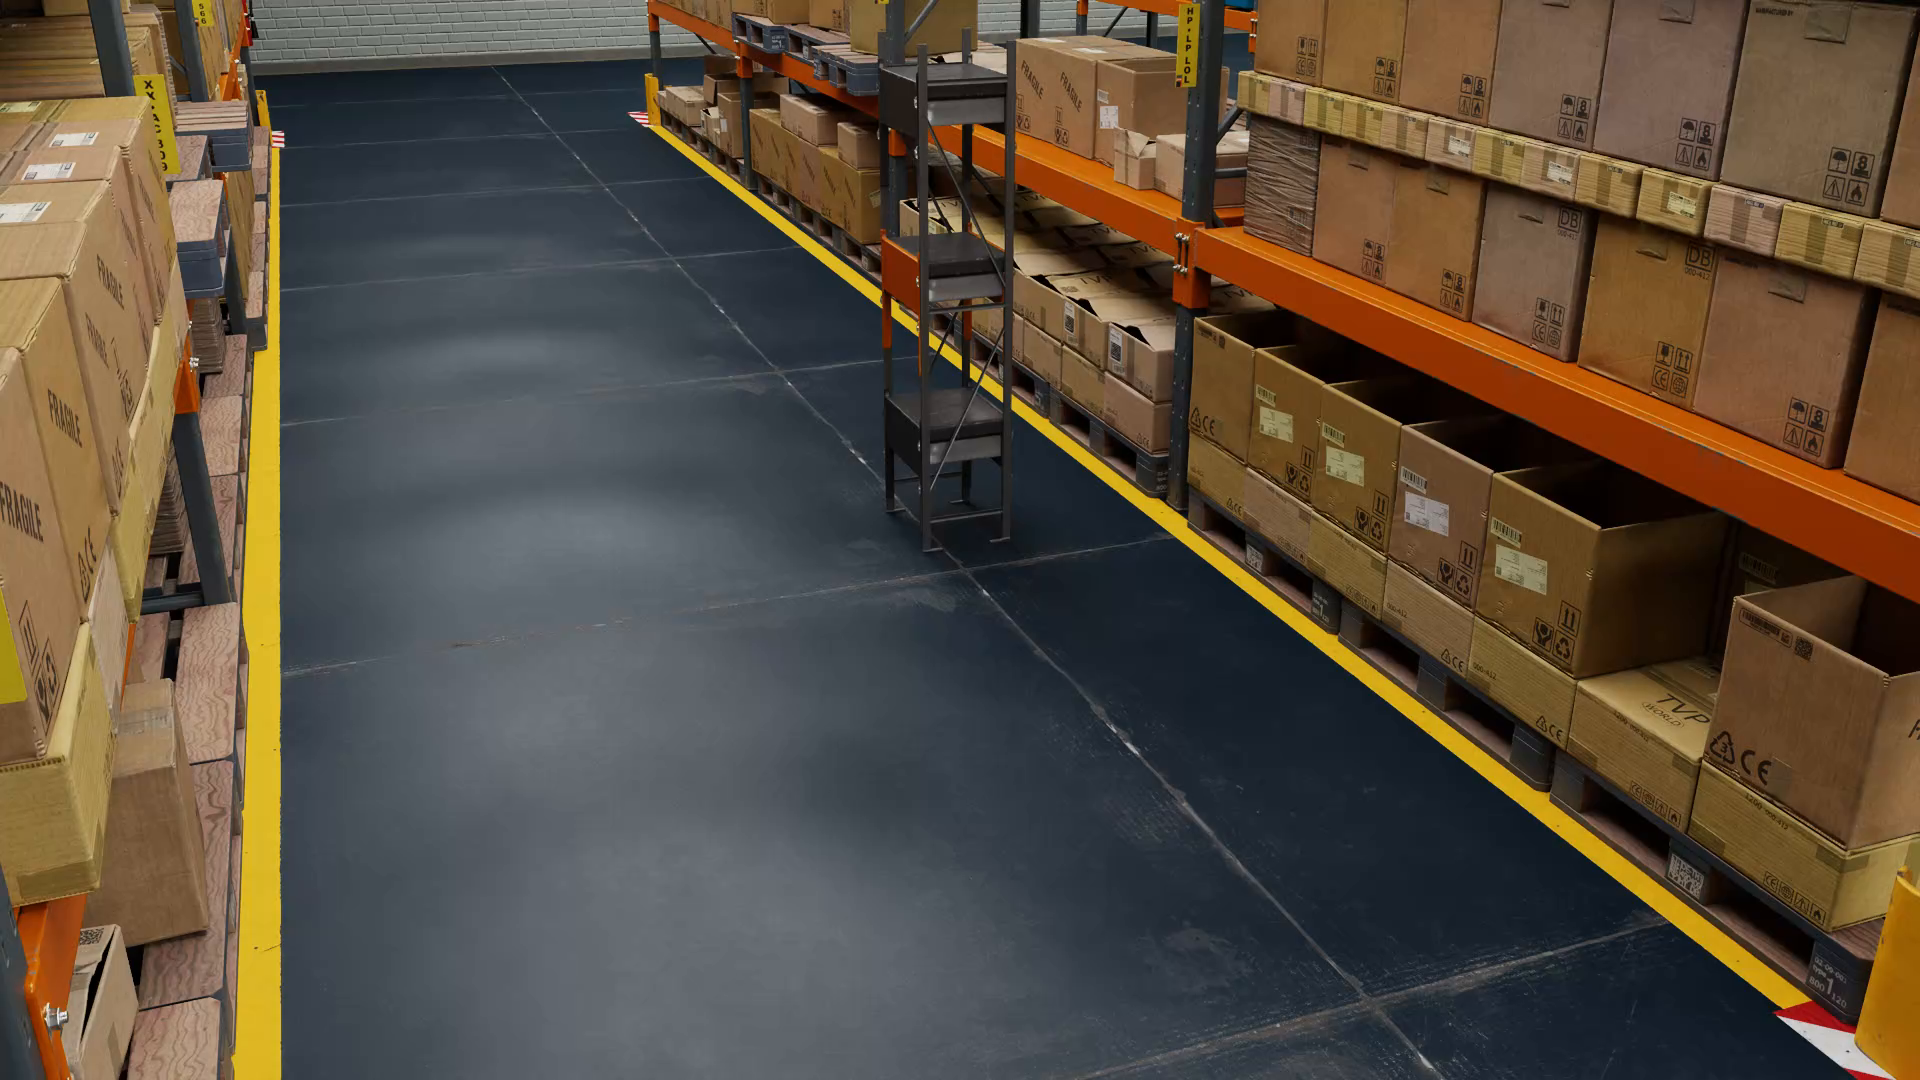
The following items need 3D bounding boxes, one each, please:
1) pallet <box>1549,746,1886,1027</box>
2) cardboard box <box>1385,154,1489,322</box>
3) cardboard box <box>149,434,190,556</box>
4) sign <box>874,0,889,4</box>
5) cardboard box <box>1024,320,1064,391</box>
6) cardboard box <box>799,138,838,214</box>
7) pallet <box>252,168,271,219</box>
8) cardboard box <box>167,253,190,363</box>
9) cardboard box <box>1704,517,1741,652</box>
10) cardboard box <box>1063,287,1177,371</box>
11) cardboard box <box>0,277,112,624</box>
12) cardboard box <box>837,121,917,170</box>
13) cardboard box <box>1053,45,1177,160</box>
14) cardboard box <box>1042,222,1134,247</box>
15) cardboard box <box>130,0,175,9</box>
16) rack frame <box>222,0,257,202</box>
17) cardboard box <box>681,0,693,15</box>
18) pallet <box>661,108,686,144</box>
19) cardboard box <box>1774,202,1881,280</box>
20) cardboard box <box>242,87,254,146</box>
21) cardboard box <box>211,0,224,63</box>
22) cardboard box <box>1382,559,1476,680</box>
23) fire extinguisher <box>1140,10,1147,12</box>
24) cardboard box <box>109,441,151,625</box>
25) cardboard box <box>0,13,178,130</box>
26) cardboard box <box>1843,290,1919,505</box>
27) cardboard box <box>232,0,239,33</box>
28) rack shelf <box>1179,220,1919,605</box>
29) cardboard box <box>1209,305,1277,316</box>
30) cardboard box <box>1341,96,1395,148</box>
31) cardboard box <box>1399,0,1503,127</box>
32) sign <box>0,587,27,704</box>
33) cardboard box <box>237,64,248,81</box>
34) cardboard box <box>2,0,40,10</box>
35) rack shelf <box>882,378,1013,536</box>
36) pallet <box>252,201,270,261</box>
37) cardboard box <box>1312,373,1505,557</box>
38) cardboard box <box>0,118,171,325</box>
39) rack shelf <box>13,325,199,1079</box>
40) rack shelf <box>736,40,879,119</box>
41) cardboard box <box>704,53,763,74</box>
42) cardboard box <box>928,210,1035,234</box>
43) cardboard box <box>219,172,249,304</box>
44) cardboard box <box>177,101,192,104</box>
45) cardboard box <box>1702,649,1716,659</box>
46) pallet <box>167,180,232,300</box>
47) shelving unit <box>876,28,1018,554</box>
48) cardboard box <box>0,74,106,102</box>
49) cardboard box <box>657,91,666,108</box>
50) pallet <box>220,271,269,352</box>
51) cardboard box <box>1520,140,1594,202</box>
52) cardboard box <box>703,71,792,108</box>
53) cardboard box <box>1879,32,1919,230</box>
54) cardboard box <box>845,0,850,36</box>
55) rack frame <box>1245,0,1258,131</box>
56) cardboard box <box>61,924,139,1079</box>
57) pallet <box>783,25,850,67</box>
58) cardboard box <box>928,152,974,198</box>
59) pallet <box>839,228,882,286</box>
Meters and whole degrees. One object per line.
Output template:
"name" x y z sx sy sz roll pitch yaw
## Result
"pallet" 2.539 0.872 4.909 1.003 0.211 1.213 -8 24 -19
"cardboard box" 1.964 -1.106 5.884 0.700 0.500 0.500 -8 24 -18
"cardboard box" -3.473 -0.229 6.583 0.700 0.500 0.500 -7 24 -17
"sign" -0.482 -3.467 10.224 0.100 0.325 0.005 -8 24 -19
"cardboard box" 0.660 -1.001 8.763 0.500 0.250 0.500 -8 24 -18
"cardboard box" -0.901 -2.784 12.645 0.500 0.500 0.500 -9 25 -21
"pallet" -6.219 -2.822 13.673 1.003 0.211 1.213 -8 24 -19
"cardboard box" -2.746 -0.723 5.270 0.500 0.250 0.500 -8 24 -19
"cardboard box" 2.500 0.001 5.420 0.500 0.500 0.500 -8 24 -19
"cardboard box" 0.835 -1.075 8.216 0.500 0.311 0.500 -8 24 -18
"cardboard box" -1.837 -0.141 2.924 0.500 0.500 0.500 -8 24 -19
"cardboard box" -0.551 -2.771 11.650 0.500 0.250 0.500 -7 24 -17
"cardboard box" 0.817 -2.295 8.704 0.500 0.500 0.500 -8 24 -19
"cardboard box" 0.803 -1.704 9.708 0.500 0.311 0.500 -9 24 -19
"cardboard box" -4.540 -3.115 9.276 0.500 0.250 0.500 -8 24 -18
"rack frame" -6.023 -3.820 12.451 1.000 3.000 0.127 -8 24 -19
"cardboard box" -2.357 -5.252 15.719 0.500 0.500 0.500 -8 24 -18
"pallet" -2.494 -4.352 17.304 1.003 0.211 1.213 -8 24 -19
"cardboard box" 2.351 -0.786 4.289 0.380 0.149 0.250 -9 24 -20
"cardboard box" -6.919 -3.892 15.301 0.700 0.500 0.500 -8 24 -19
"cardboard box" -5.084 -3.331 10.752 0.500 0.500 0.500 -8 24 -17
"cardboard box" 1.842 0.235 5.829 0.500 0.250 0.500 -8 24 -19
"fire extinguisher" 2.204 -6.542 19.489 0.296 0.674 0.183 -8 24 -19
"cardboard box" -2.031 0.007 3.539 0.500 0.250 0.500 -9 24 -20
"cardboard box" -4.212 -2.246 8.023 0.700 0.500 0.500 -11 25 -24
"cardboard box" 2.696 -0.358 4.109 0.700 0.500 0.500 -8 24 -19
"cardboard box" -6.719 -4.686 14.121 0.980 0.700 0.700 -10 25 -22
"rack shelf" 2.142 -0.536 5.585 1.077 0.370 4.000 -8 24 -19
"cardboard box" 1.523 -0.963 7.951 0.500 0.311 0.500 -8 24 -19
"cardboard box" 1.625 -1.535 6.066 0.380 0.149 0.250 -9 24 -19
"cardboard box" 1.954 -1.712 5.651 0.700 0.500 0.500 -8 24 -19
"sign" -1.277 0.067 2.114 0.100 0.325 0.005 -8 24 -19
"cardboard box" -6.880 -4.351 15.555 0.380 0.149 0.250 -9 24 -20
"cardboard box" -5.013 -3.034 9.082 0.500 0.250 0.500 -8 24 -18
"rack shelf" -0.058 -0.370 7.262 0.431 0.518 0.480 -8 24 -19
"pallet" -5.680 -2.265 12.352 1.003 0.211 1.213 -8 24 -19
"cardboard box" 1.660 -0.291 6.113 0.500 0.500 0.500 -8 24 -19
"cardboard box" -2.559 -0.889 4.698 0.500 0.500 0.500 -8 24 -19
"rack shelf" -2.491 0.145 3.970 1.077 0.370 4.000 -8 24 -19
"rack shelf" -0.684 -3.443 12.482 1.077 0.370 4.000 -8 24 -19
"cardboard box" -2.381 -4.841 17.526 0.500 0.500 0.500 -8 24 -19
"cardboard box" 0.126 -1.812 9.965 0.500 0.311 0.500 -9 24 -20
"cardboard box" -4.747 -1.854 10.015 0.750 0.750 0.750 -9 24 -20
"cardboard box" -4.510 -2.411 9.406 0.380 0.149 0.250 -9 24 -20
"cardboard box" 2.511 0.345 5.570 0.500 0.250 0.500 -8 24 -19
"pallet" -3.331 -1.122 6.298 1.003 0.211 1.213 -8 24 -19
"shelving unit" -0.058 -1.028 6.985 0.431 2.100 0.503 -8 24 -19
"cardboard box" -3.345 -1.351 5.899 0.700 0.500 0.500 -8 24 -19
"cardboard box" -2.977 -4.644 17.510 0.380 0.149 0.250 -8 24 -19
"pallet" -4.818 -1.378 10.248 1.003 0.211 1.213 -8 24 -19
"cardboard box" 1.986 -1.162 5.180 0.380 0.149 0.250 -9 24 -20
"cardboard box" -2.059 -4.235 16.084 0.797 0.503 0.637 -8 24 -19
"cardboard box" 2.677 -0.975 3.902 0.700 0.500 0.500 -8 24 -19
"cardboard box" -0.450 -3.859 11.874 0.700 0.500 0.500 -4 23 -9
"rack frame" 3.245 -5.179 15.676 1.000 3.000 0.127 -8 24 -19
"cardboard box" -2.146 1.106 3.660 0.500 0.311 0.500 -6 24 -15
"pallet" -0.669 -3.665 12.330 1.003 0.211 1.213 -8 24 -19
"cardboard box" -0.061 -2.492 11.953 0.500 0.500 0.500 -9 25 -21
"pallet" -0.206 -2.039 11.816 1.003 0.211 1.213 -8 24 -19
